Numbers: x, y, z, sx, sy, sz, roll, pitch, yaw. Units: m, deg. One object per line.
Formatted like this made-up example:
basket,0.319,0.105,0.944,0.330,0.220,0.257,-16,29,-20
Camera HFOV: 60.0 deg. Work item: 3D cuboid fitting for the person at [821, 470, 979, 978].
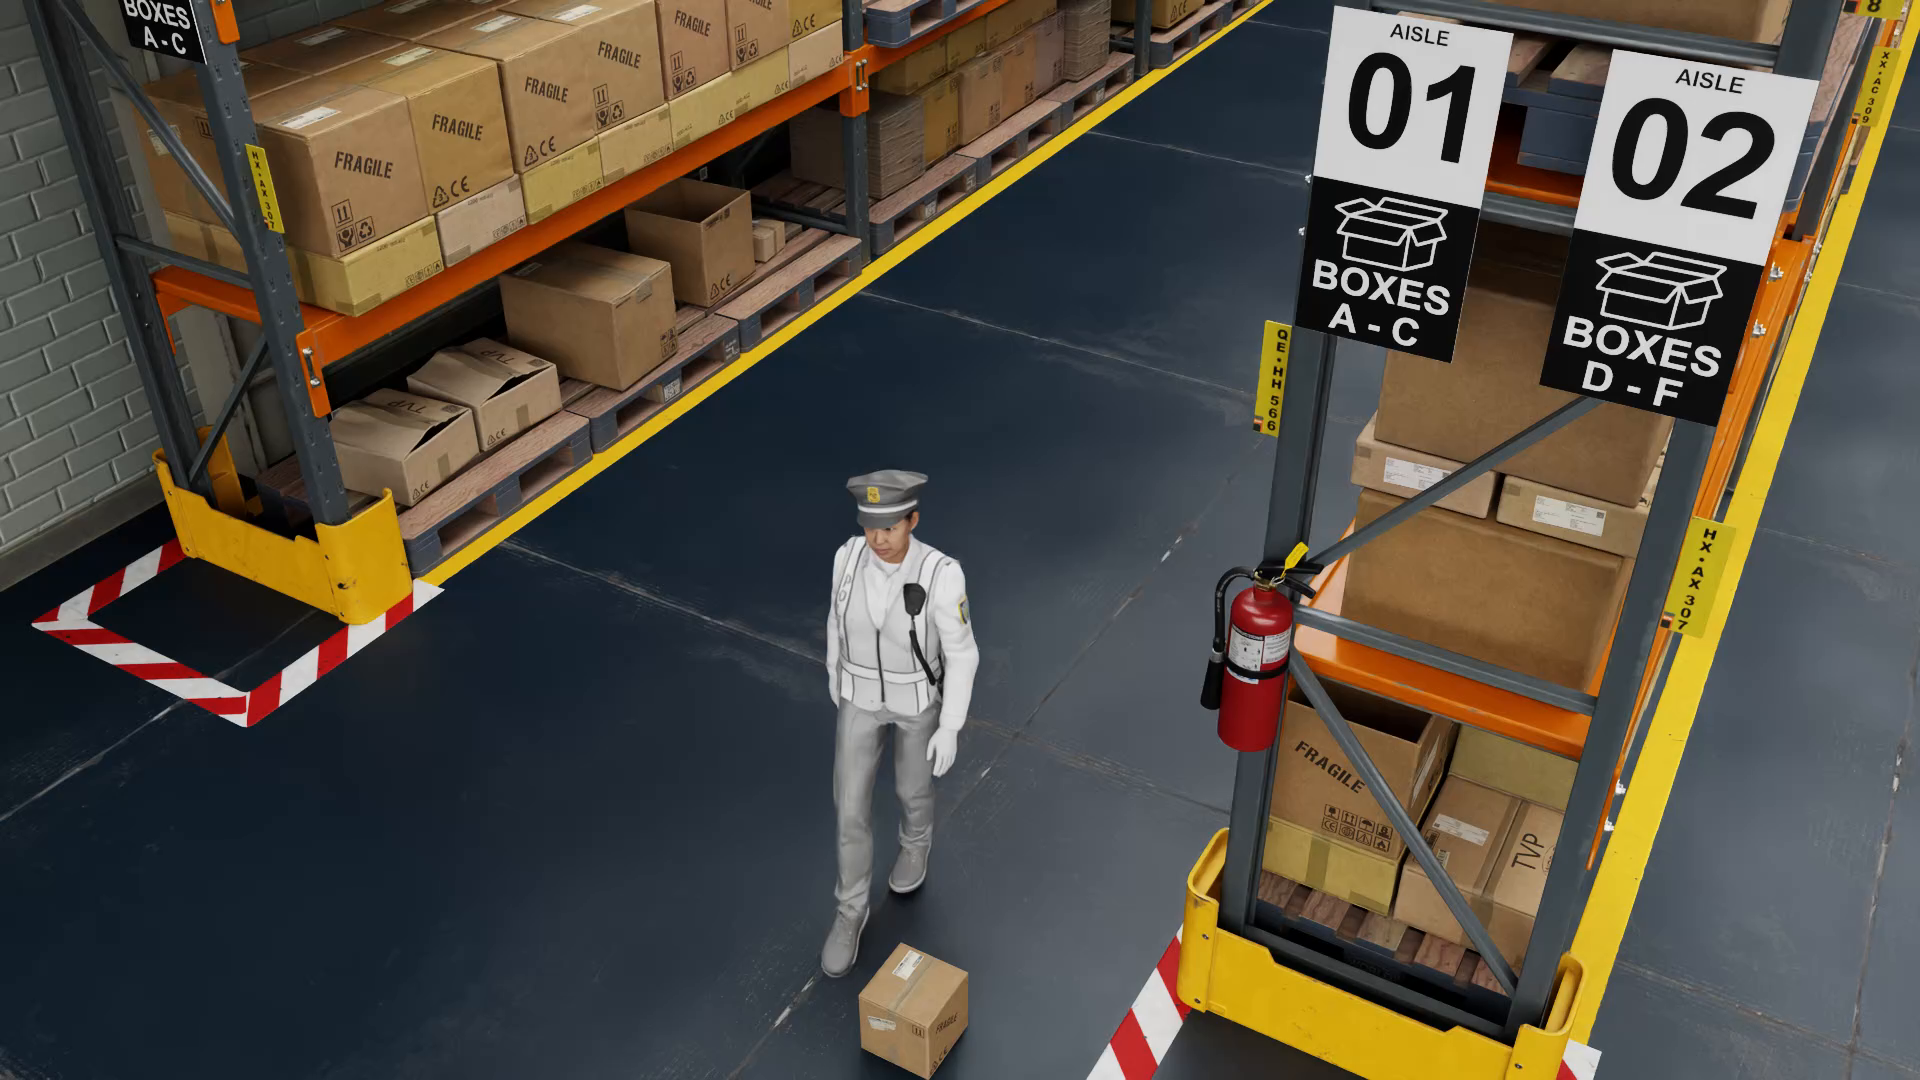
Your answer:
person,-0.226,0.584,5.270,0.540,1.692,0.675,7,35,10
